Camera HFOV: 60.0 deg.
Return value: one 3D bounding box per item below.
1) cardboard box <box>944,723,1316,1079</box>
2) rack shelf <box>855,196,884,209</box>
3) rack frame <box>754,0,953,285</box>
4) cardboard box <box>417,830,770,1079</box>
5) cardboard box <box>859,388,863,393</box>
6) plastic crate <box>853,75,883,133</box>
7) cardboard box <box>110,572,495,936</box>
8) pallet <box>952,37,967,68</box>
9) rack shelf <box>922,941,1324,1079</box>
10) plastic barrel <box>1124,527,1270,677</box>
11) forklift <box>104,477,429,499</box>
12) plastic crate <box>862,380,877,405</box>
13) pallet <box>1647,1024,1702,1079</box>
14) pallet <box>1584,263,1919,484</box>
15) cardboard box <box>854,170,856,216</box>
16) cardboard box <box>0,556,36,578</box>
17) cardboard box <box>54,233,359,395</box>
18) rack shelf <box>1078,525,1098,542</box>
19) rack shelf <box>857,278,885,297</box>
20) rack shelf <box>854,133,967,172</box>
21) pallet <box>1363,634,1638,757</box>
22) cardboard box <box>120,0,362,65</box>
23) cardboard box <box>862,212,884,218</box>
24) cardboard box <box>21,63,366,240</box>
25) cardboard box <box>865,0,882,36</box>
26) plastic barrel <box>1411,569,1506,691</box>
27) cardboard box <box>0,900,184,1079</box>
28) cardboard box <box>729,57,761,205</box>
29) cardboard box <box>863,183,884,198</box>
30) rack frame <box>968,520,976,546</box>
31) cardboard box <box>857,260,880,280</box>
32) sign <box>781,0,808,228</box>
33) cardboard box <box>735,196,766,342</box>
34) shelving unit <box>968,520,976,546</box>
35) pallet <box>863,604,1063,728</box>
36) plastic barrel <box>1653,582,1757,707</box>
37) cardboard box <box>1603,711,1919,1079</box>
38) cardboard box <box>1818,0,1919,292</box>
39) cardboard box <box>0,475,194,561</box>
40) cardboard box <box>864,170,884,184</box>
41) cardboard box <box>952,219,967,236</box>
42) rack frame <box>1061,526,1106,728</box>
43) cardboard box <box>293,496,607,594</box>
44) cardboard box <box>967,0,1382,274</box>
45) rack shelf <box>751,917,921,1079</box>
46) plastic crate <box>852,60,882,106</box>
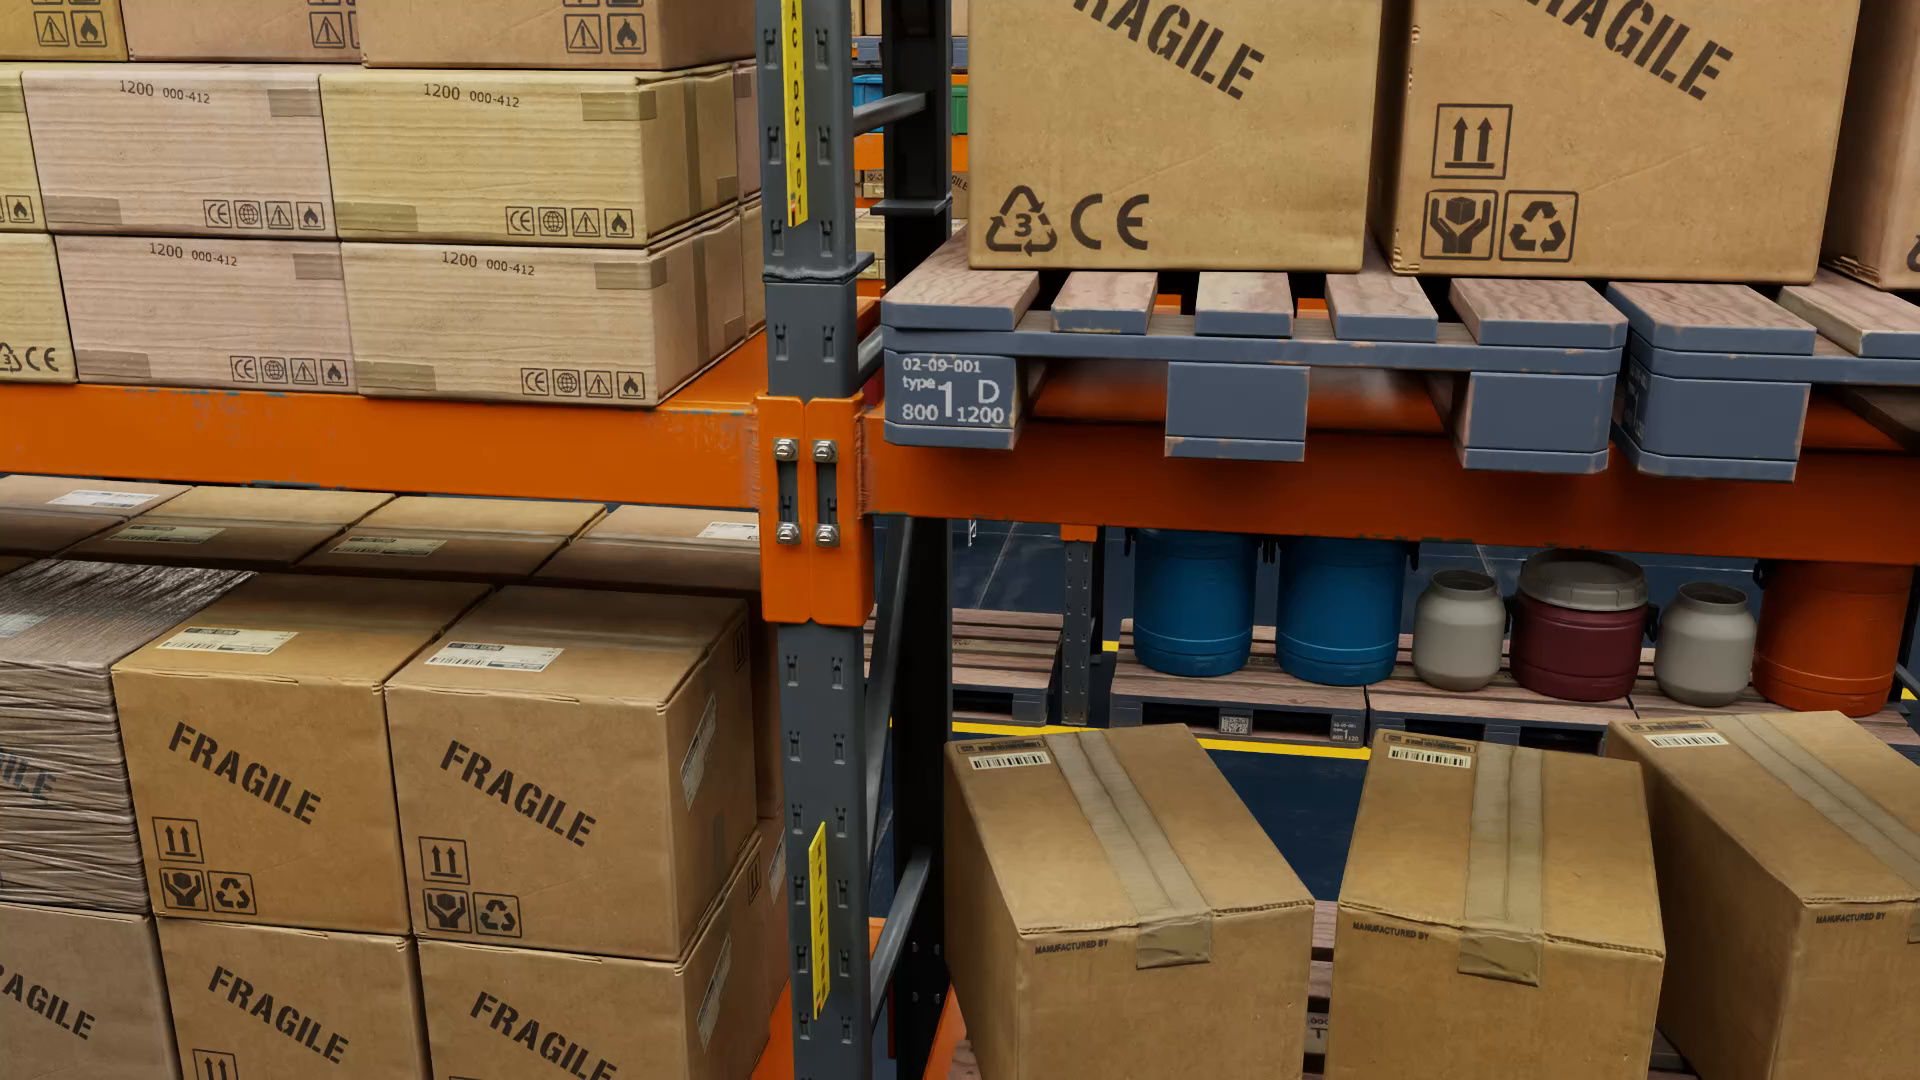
[{"bbox_3d":[0.275,0.728,3.081,0.500,0.500,0.700,-3,19,-10],"label":"cardboard box"},{"bbox_3d":[0.330,-3.531,17.763,4.000,0.370,1.077,3,19,9],"label":"rack shelf"},{"bbox_3d":[-0.157,-1.964,2.492,0.127,3.000,1.000,3,19,9],"label":"rack frame"},{"bbox_3d":[-0.691,0.888,3.263,0.500,0.500,0.500,3,19,10],"label":"cardboard box"},{"bbox_3d":[-0.988,-1.563,13.433,0.875,0.875,0.875,3,19,9],"label":"cardboard box"},{"bbox_3d":[-0.317,-1.960,7.470,0.300,0.233,0.416,3,19,9],"label":"plastic crate"},{"bbox_3d":[-1.203,0.390,3.178,0.500,0.500,0.500,3,19,8],"label":"cardboard box"},{"bbox_3d":[0.612,-3.648,12.390,1.213,0.211,1.003,3,19,9],"label":"pallet"},{"bbox_3d":[1.818,1.322,3.257,4.000,0.370,1.077,3,19,9],"label":"rack shelf"},{"bbox_3d":[1.167,0.158,8.250,0.708,0.901,0.600,3,19,9],"label":"plastic barrel"},{"bbox_3d":[-2.442,0.162,5.699,1.130,2.935,3.031,0,19,0],"label":"forklift"},{"bbox_3d":[-0.209,-0.853,8.431,0.583,0.464,0.402,3,19,9],"label":"plastic crate"},{"bbox_3d":[1.872,1.076,3.161,1.213,0.211,1.003,3,19,9],"label":"pallet"},{"bbox_3d":[1.500,-0.347,2.681,1.003,0.211,1.213,3,19,9],"label":"pallet"},{"bbox_3d":[-1.094,-2.692,12.706,0.500,0.500,0.500,2,19,7],"label":"cardboard box"},{"bbox_3d":[-2.198,0.339,3.331,0.500,0.500,0.500,3,19,8],"label":"cardboard box"},{"bbox_3d":[-1.171,-0.440,2.901,0.500,0.250,0.500,3,19,9],"label":"cardboard box"},{"bbox_3d":[2.607,-0.229,7.895,4.000,0.370,1.077,3,19,9],"label":"rack shelf"},{"bbox_3d":[-0.556,-1.982,13.134,4.000,0.370,1.077,3,19,9],"label":"rack shelf"},{"bbox_3d":[-1.342,-1.853,8.020,4.000,0.370,1.077,3,19,9],"label":"rack shelf"},{"bbox_3d":[2.596,0.764,8.187,1.213,0.211,1.003,3,19,9],"label":"pallet"},{"bbox_3d":[-1.114,-1.146,3.039,0.500,0.500,0.700,3,19,9],"label":"cardboard box"},{"bbox_3d":[-0.492,-2.477,13.245,0.500,0.250,0.500,3,19,9],"label":"cardboard box"},{"bbox_3d":[-1.173,-0.673,2.810,0.500,0.250,0.500,3,19,9],"label":"cardboard box"},{"bbox_3d":[-0.388,-4.059,12.503,0.500,0.500,0.700,4,19,11],"label":"cardboard box"},{"bbox_3d":[2.410,0.434,8.037,0.421,0.512,0.421,0,18,0],"label":"plastic barrel"},{"bbox_3d":[-1.708,0.838,3.414,0.500,0.500,0.500,3,19,10],"label":"cardboard box"},{"bbox_3d":[-0.597,-0.810,3.218,0.500,0.250,0.500,3,19,9],"label":"cardboard box"},{"bbox_3d":[-0.862,-3.705,17.544,0.250,0.149,0.380,2,19,7],"label":"cardboard box"},{"bbox_3d":[0.077,-0.565,10.601,0.015,1.200,0.240,3,19,9],"label":"rack frame"},{"bbox_3d":[-0.714,-2.107,12.768,0.250,0.149,0.380,2,19,7],"label":"cardboard box"},{"bbox_3d":[-0.235,-0.617,2.377,0.005,0.325,0.100,3,19,9],"label":"sign"},{"bbox_3d":[-0.598,-0.573,3.297,0.500,0.250,0.500,3,19,9],"label":"cardboard box"},{"bbox_3d":[-0.163,-0.577,10.638,0.503,1.200,0.258,3,19,9],"label":"shelving unit"},{"bbox_3d":[-0.100,0.626,8.598,1.213,0.211,1.003,3,19,9],"label":"pallet"},{"bbox_3d":[3.525,0.491,7.867,0.421,0.512,0.421,0,18,0],"label":"plastic barrel"},{"bbox_3d":[1.597,0.704,3.154,0.500,0.500,0.700,-2,19,-5],"label":"cardboard box"},{"bbox_3d":[1.646,-0.721,2.527,0.600,0.600,0.600,2,19,6],"label":"cardboard box"},{"bbox_3d":[-2.104,0.170,3.836,0.500,0.500,0.500,4,19,10],"label":"cardboard box"},{"bbox_3d":[-0.713,-4.033,17.504,0.500,0.500,0.500,3,19,9],"label":"cardboard box"},{"bbox_3d":[-0.075,-2.284,12.668,0.500,0.250,0.500,3,19,10],"label":"cardboard box"},{"bbox_3d":[0.633,-0.671,8.081,0.127,3.000,1.000,3,19,9],"label":"rack frame"},{"bbox_3d":[-1.087,0.221,3.681,0.500,0.500,0.500,2,19,7],"label":"cardboard box"},{"bbox_3d":[0.329,-0.787,2.725,0.600,0.600,0.600,1,19,3],"label":"cardboard box"},{"bbox_3d":[-2.131,1.121,3.859,4.000,0.370,1.077,3,19,9],"label":"rack shelf"},{"bbox_3d":[-0.550,-2.180,8.070,0.590,0.269,0.497,3,19,9],"label":"plastic crate"}]
